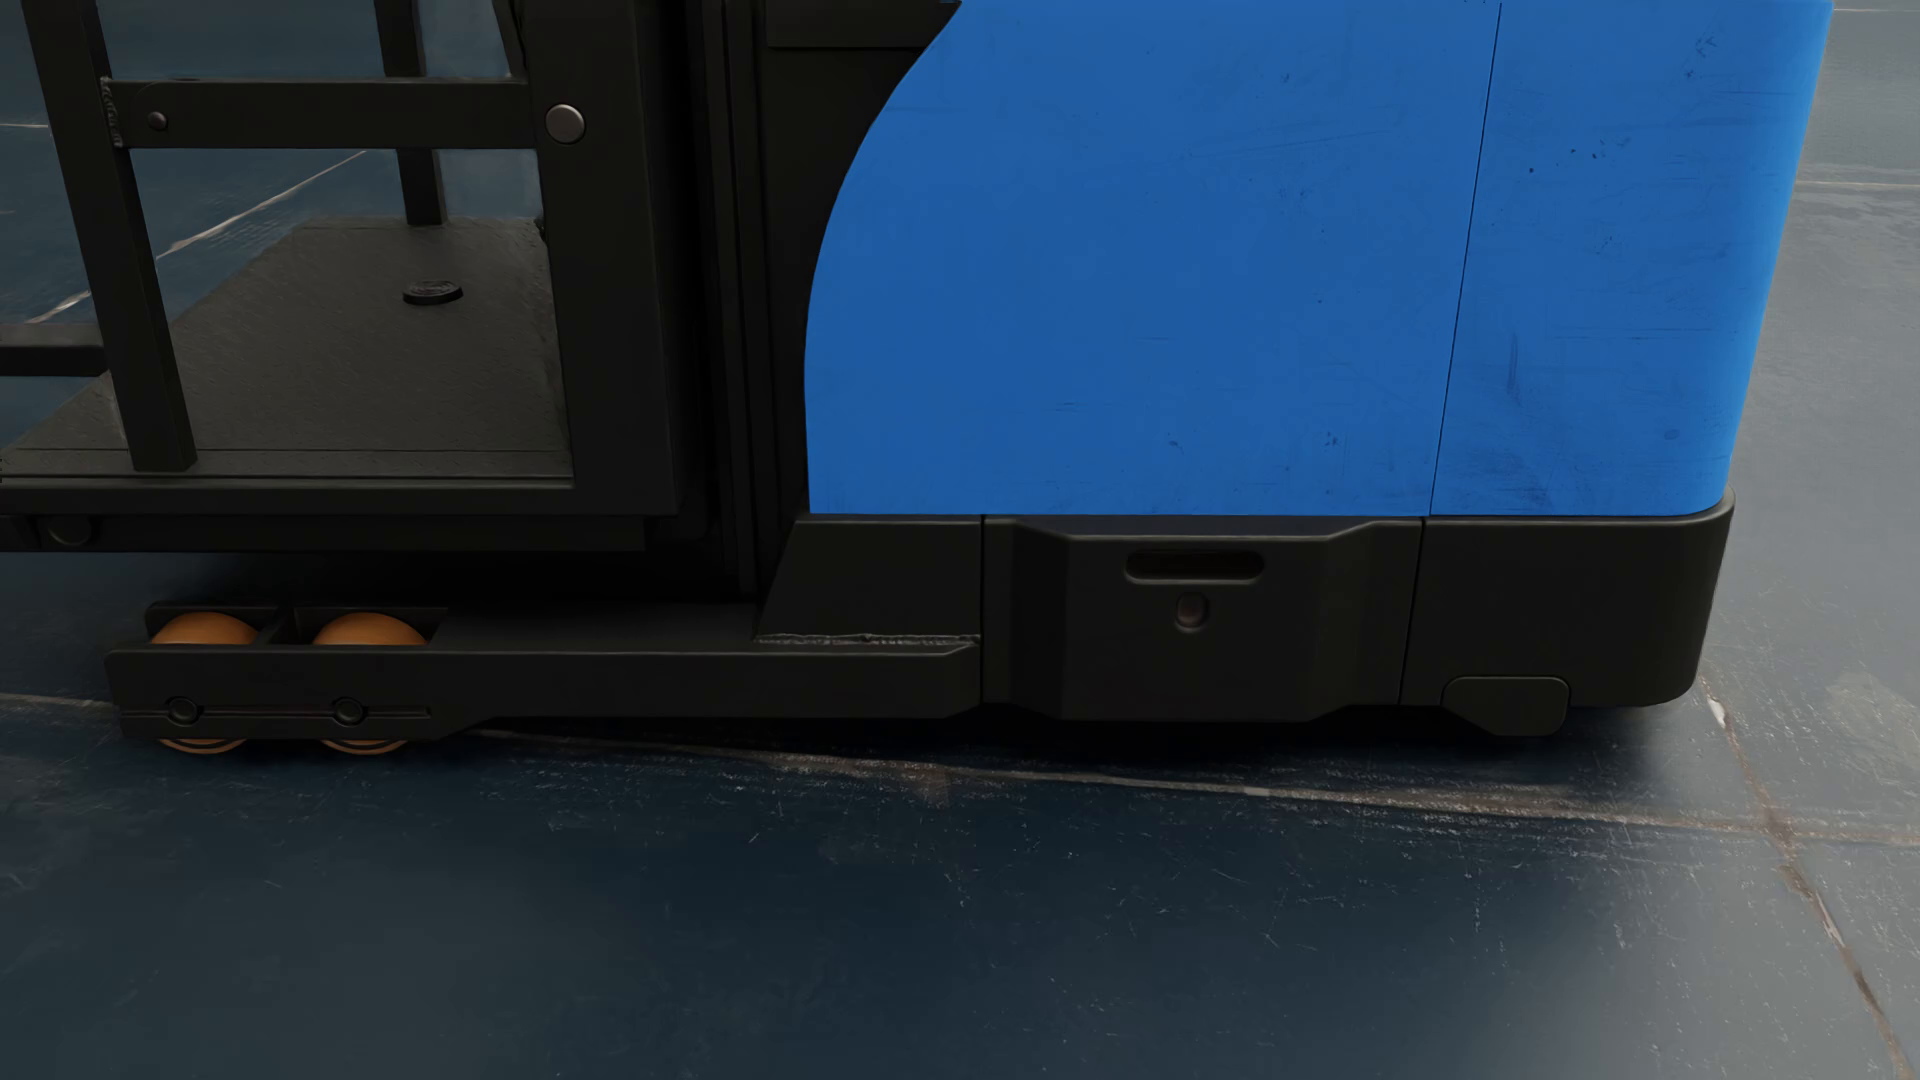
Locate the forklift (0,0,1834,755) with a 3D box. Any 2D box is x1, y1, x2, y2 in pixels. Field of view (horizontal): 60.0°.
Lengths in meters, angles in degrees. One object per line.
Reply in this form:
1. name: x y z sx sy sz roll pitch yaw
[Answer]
1. forklift: -0.617 -1.291 1.805 3.031 2.935 1.130 0 27 0
